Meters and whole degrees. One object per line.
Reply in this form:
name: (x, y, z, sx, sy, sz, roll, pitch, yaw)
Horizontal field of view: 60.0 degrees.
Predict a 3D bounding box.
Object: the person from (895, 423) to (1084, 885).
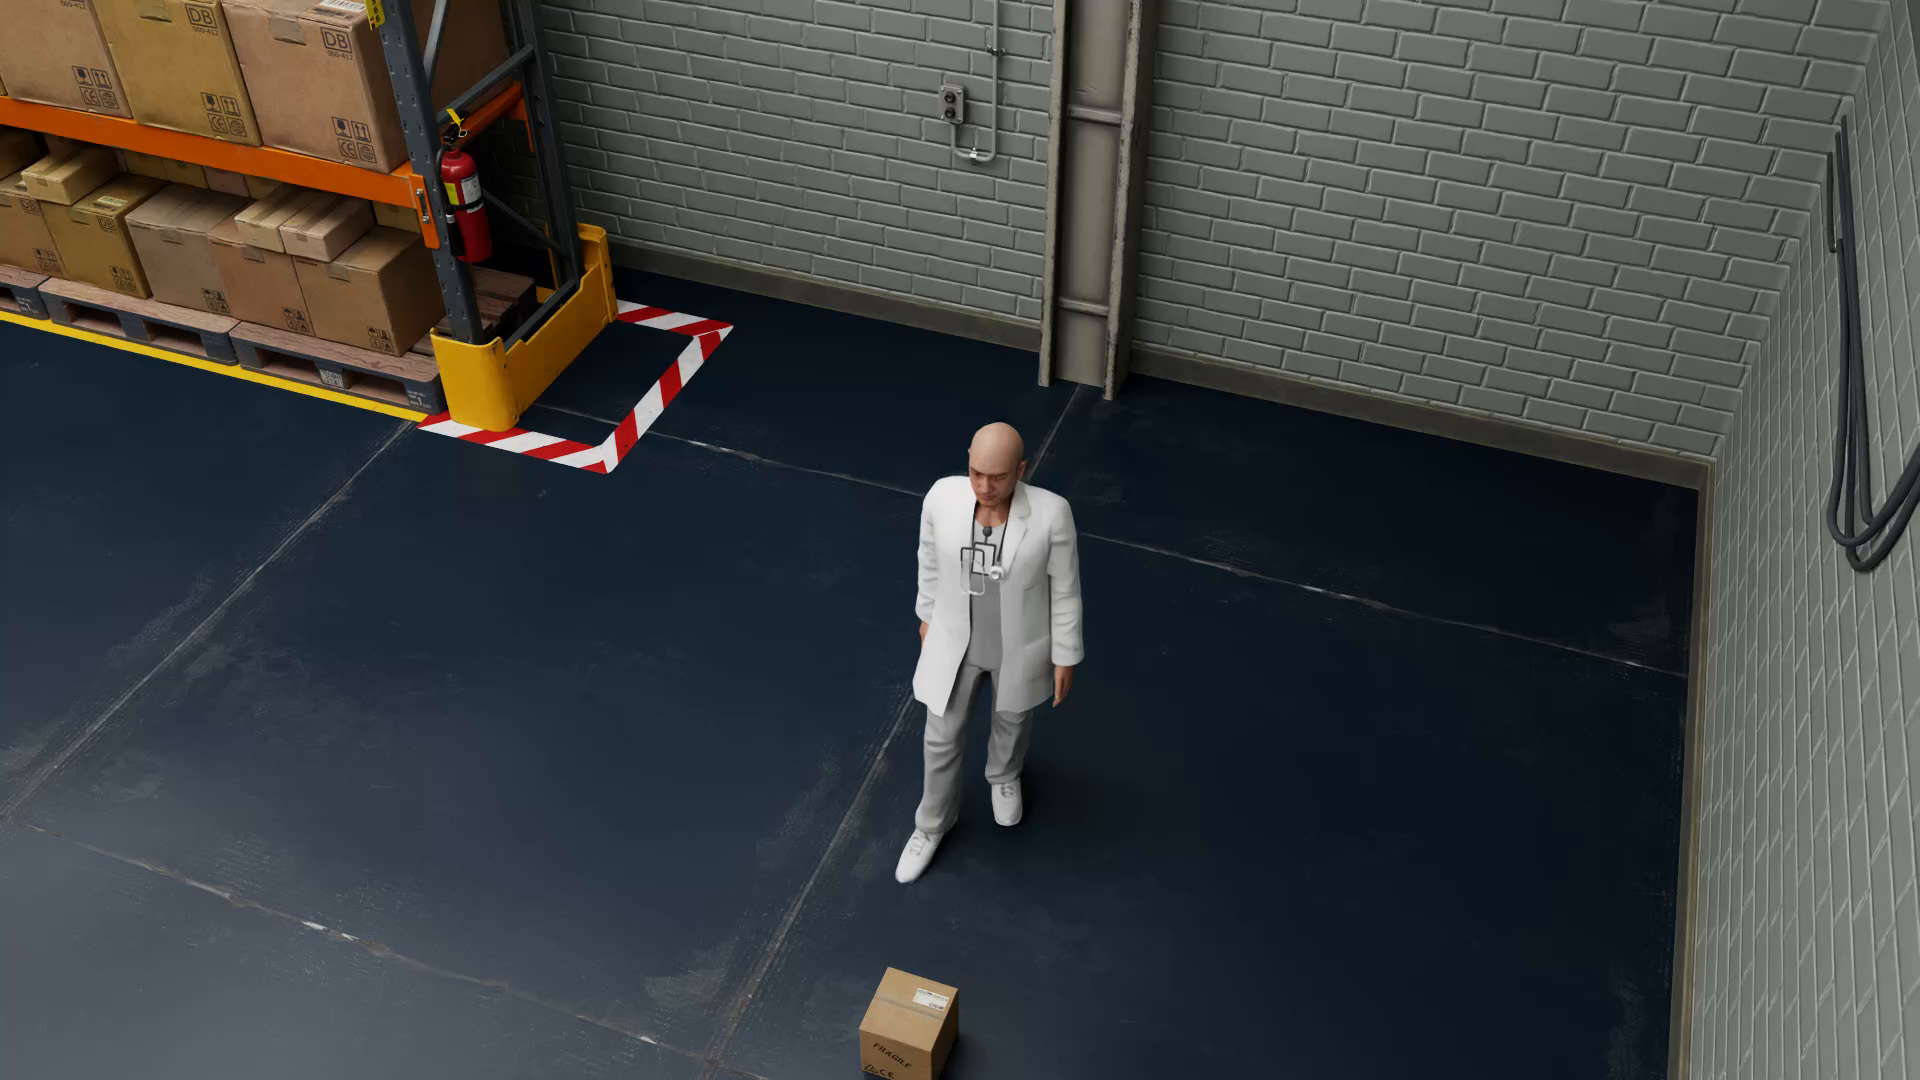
person: (0.116, 0.414, 5.710, 0.616, 1.786, 0.673, 7, 41, 8)
